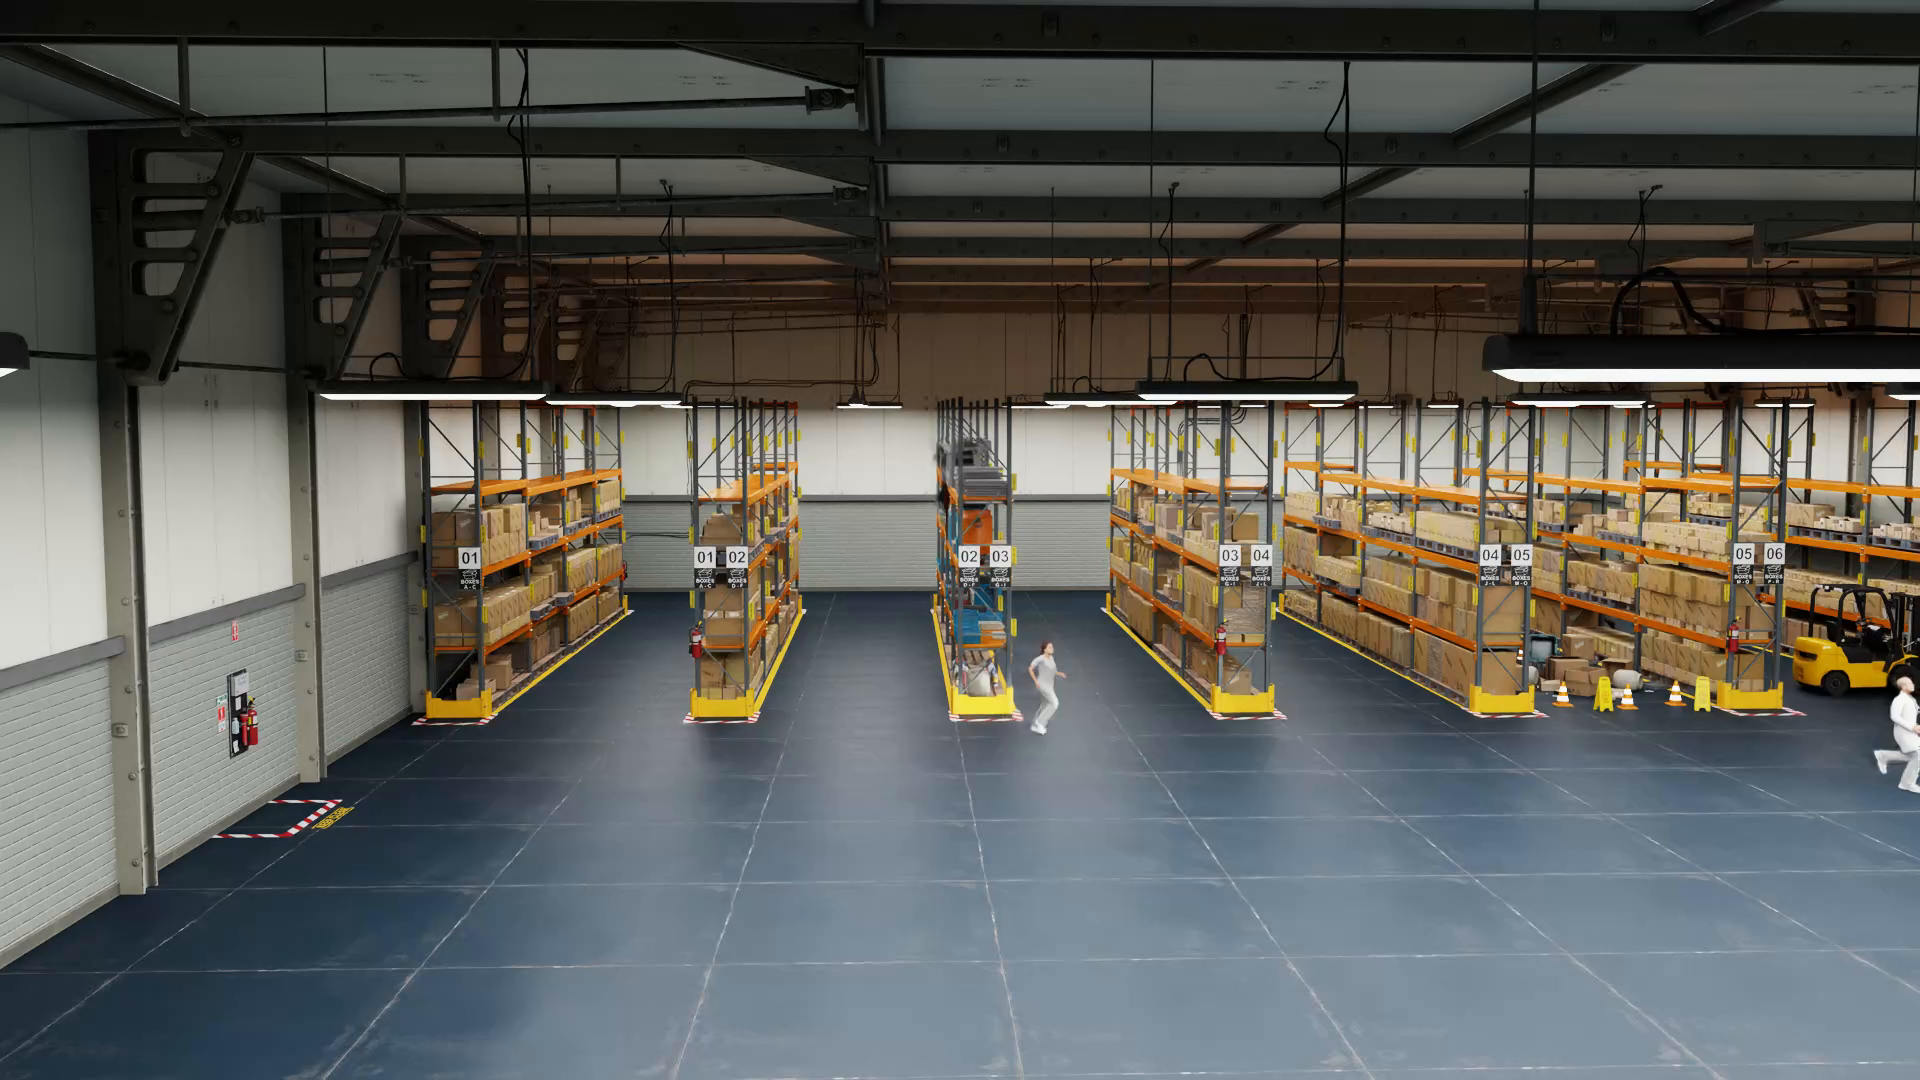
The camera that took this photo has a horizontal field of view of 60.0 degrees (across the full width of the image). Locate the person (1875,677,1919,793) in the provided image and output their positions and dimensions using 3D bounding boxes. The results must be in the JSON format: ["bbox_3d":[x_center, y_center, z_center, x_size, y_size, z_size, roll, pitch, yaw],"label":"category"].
[{"bbox_3d":[14.264,2.929,25.200,0.716,1.724,0.730,3,5,36],"label":"person"}]

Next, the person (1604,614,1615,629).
[{"bbox_3d":[16.399,1.624,42.368,0.661,1.693,0.707,-1,4,-8],"label":"person"}]

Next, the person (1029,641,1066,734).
[{"bbox_3d":[1.548,2.592,29.527,0.642,1.612,0.569,2,5,29],"label":"person"}]
